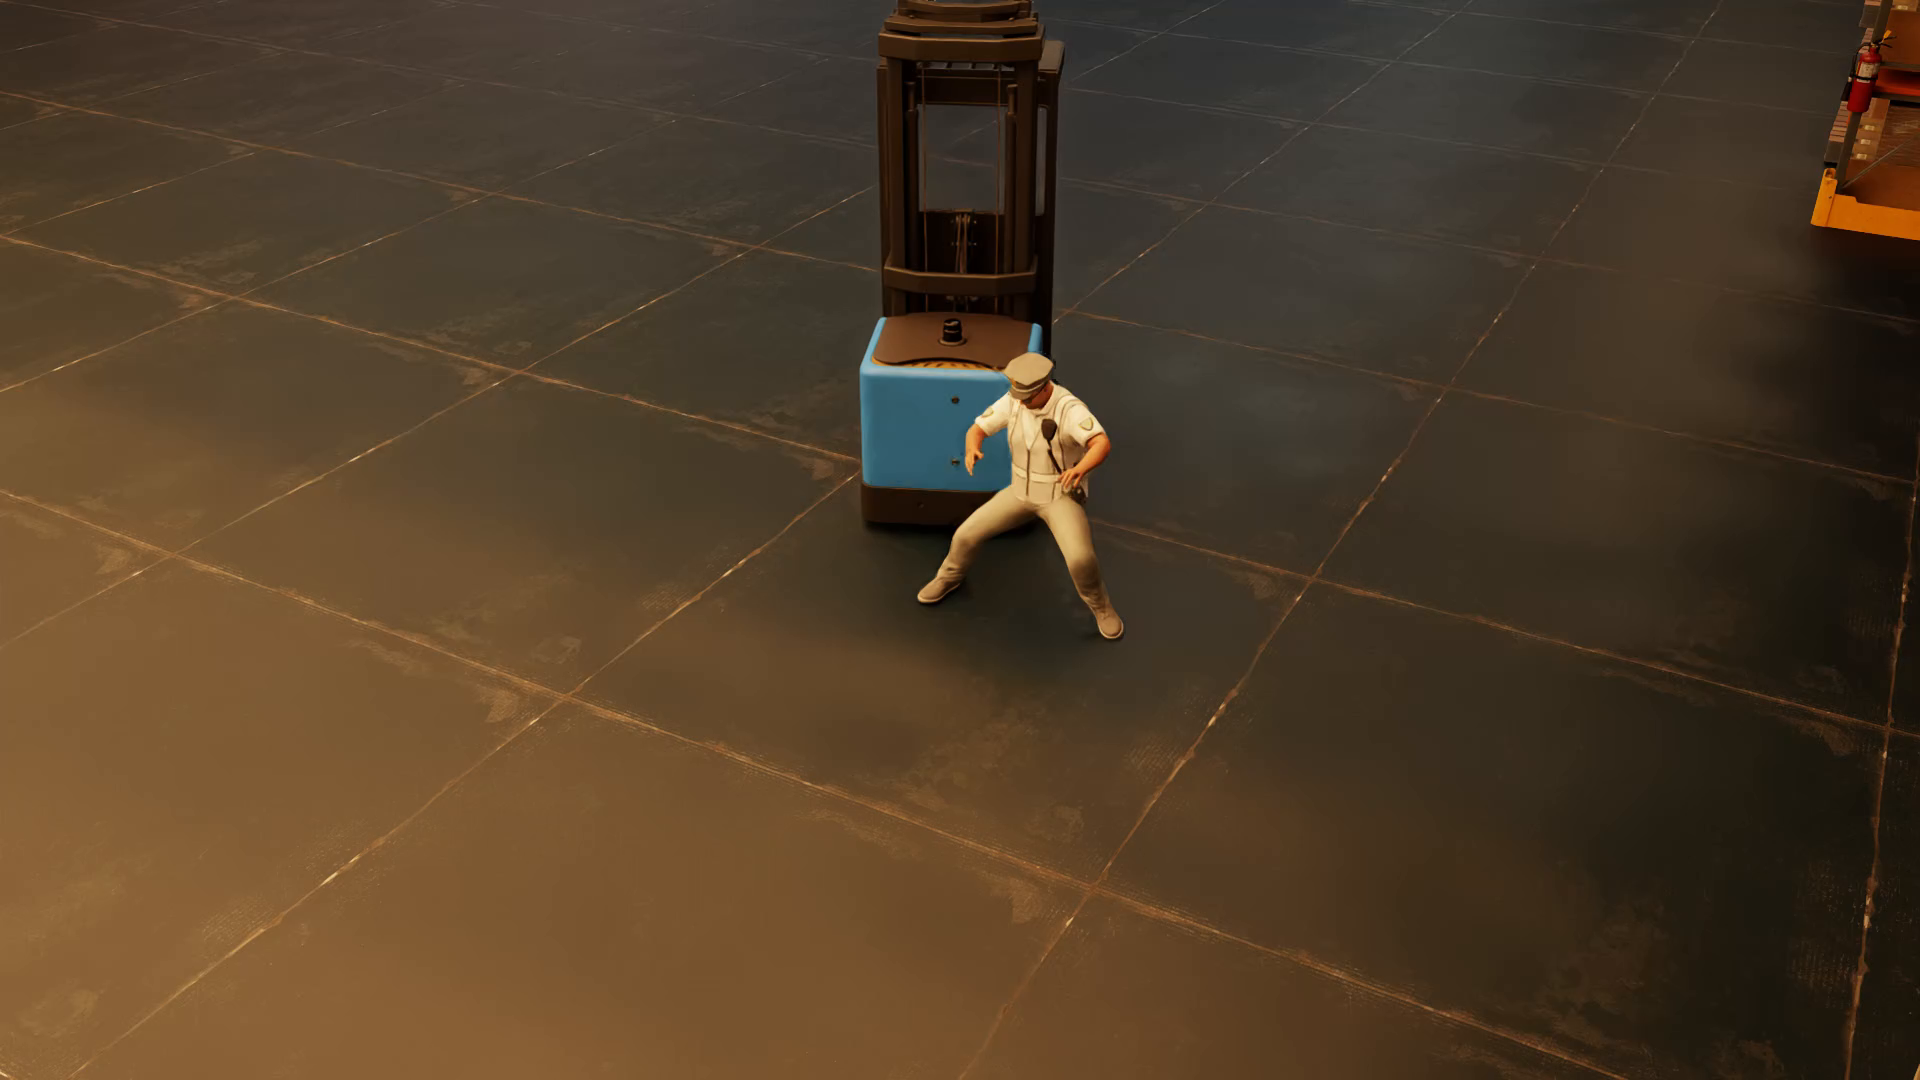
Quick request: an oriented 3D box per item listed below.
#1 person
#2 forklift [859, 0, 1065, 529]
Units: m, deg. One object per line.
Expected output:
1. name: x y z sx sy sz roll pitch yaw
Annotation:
1. person: 0.378 -0.251 8.921 1.151 1.500 0.744 21 36 32
2. forklift: 0.072 -2.044 10.613 1.130 2.935 3.031 3 30 5
